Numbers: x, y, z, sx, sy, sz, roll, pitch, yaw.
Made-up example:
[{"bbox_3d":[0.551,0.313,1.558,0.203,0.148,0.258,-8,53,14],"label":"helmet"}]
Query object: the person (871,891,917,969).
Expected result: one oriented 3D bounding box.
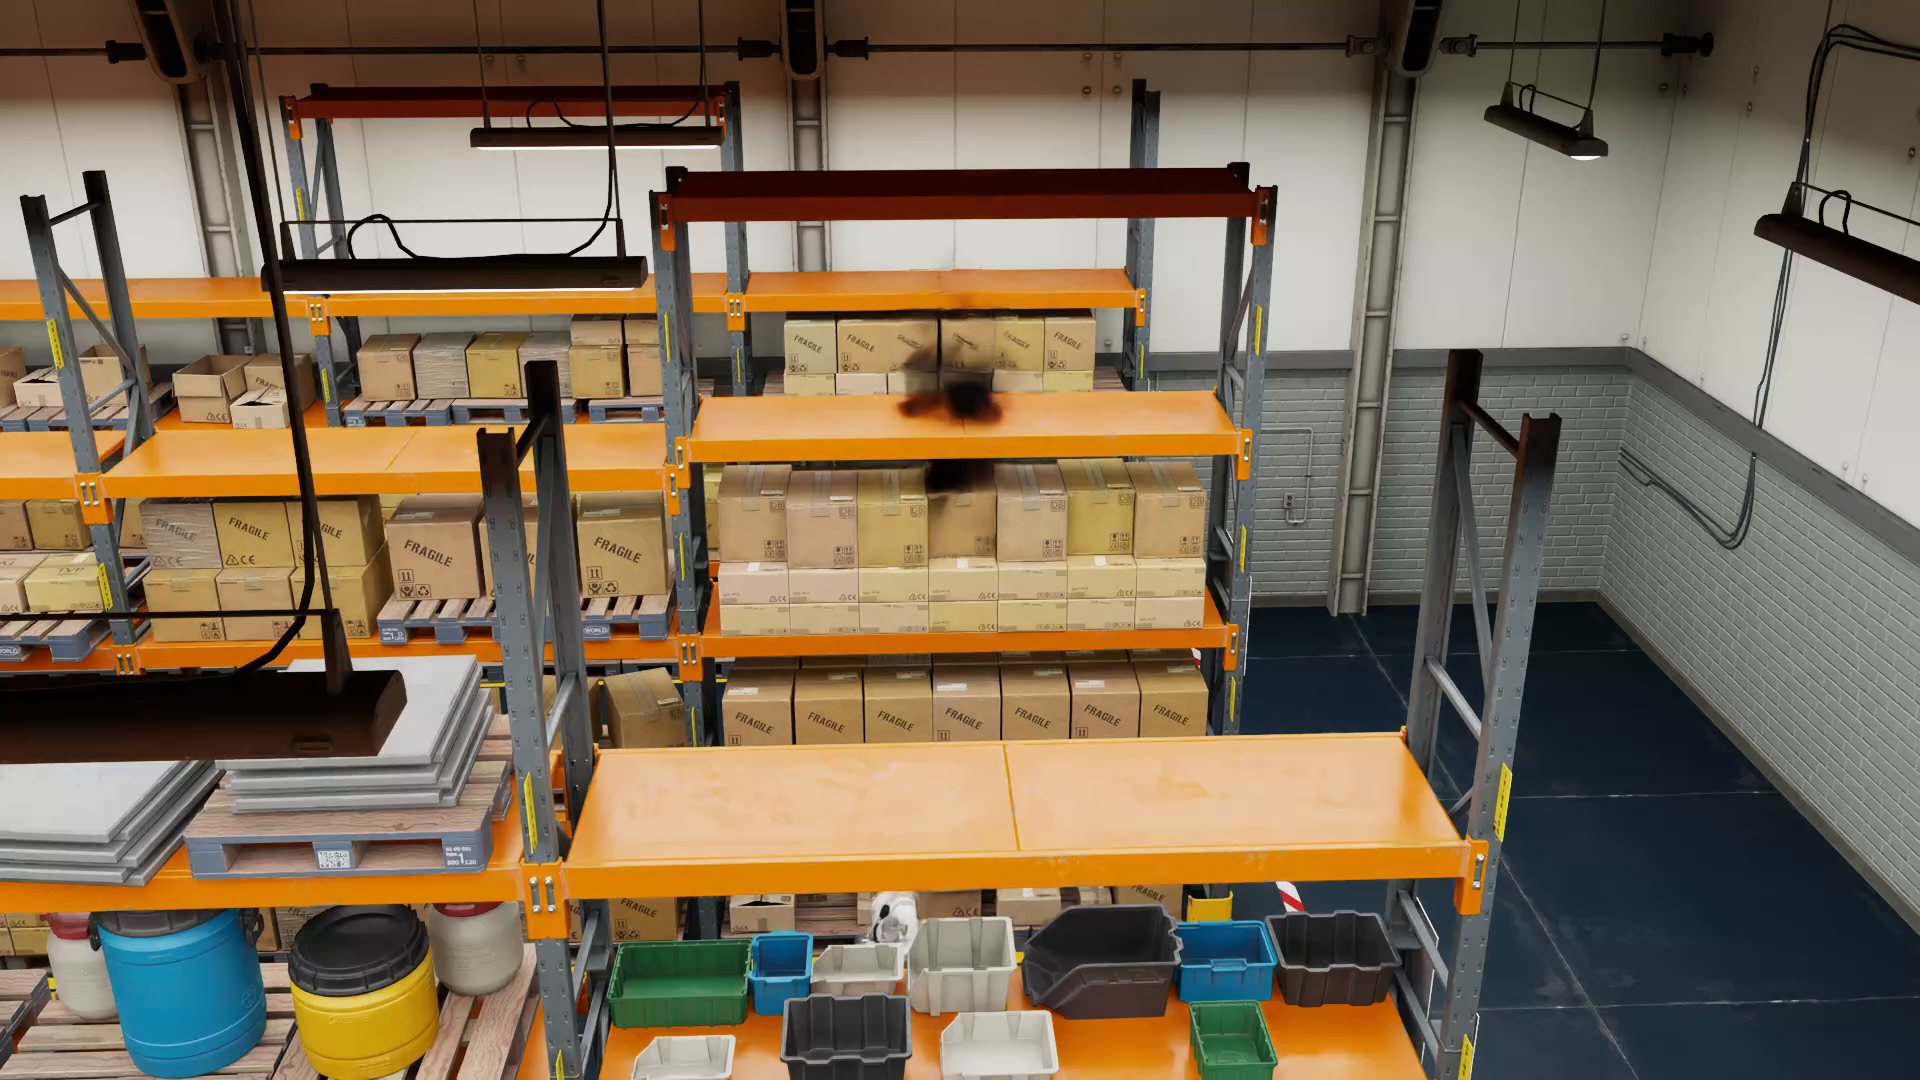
[{"bbox_3d":[-0.403,2.810,11.240,0.521,1.556,0.370,-5,23,-12],"label":"person"}]
